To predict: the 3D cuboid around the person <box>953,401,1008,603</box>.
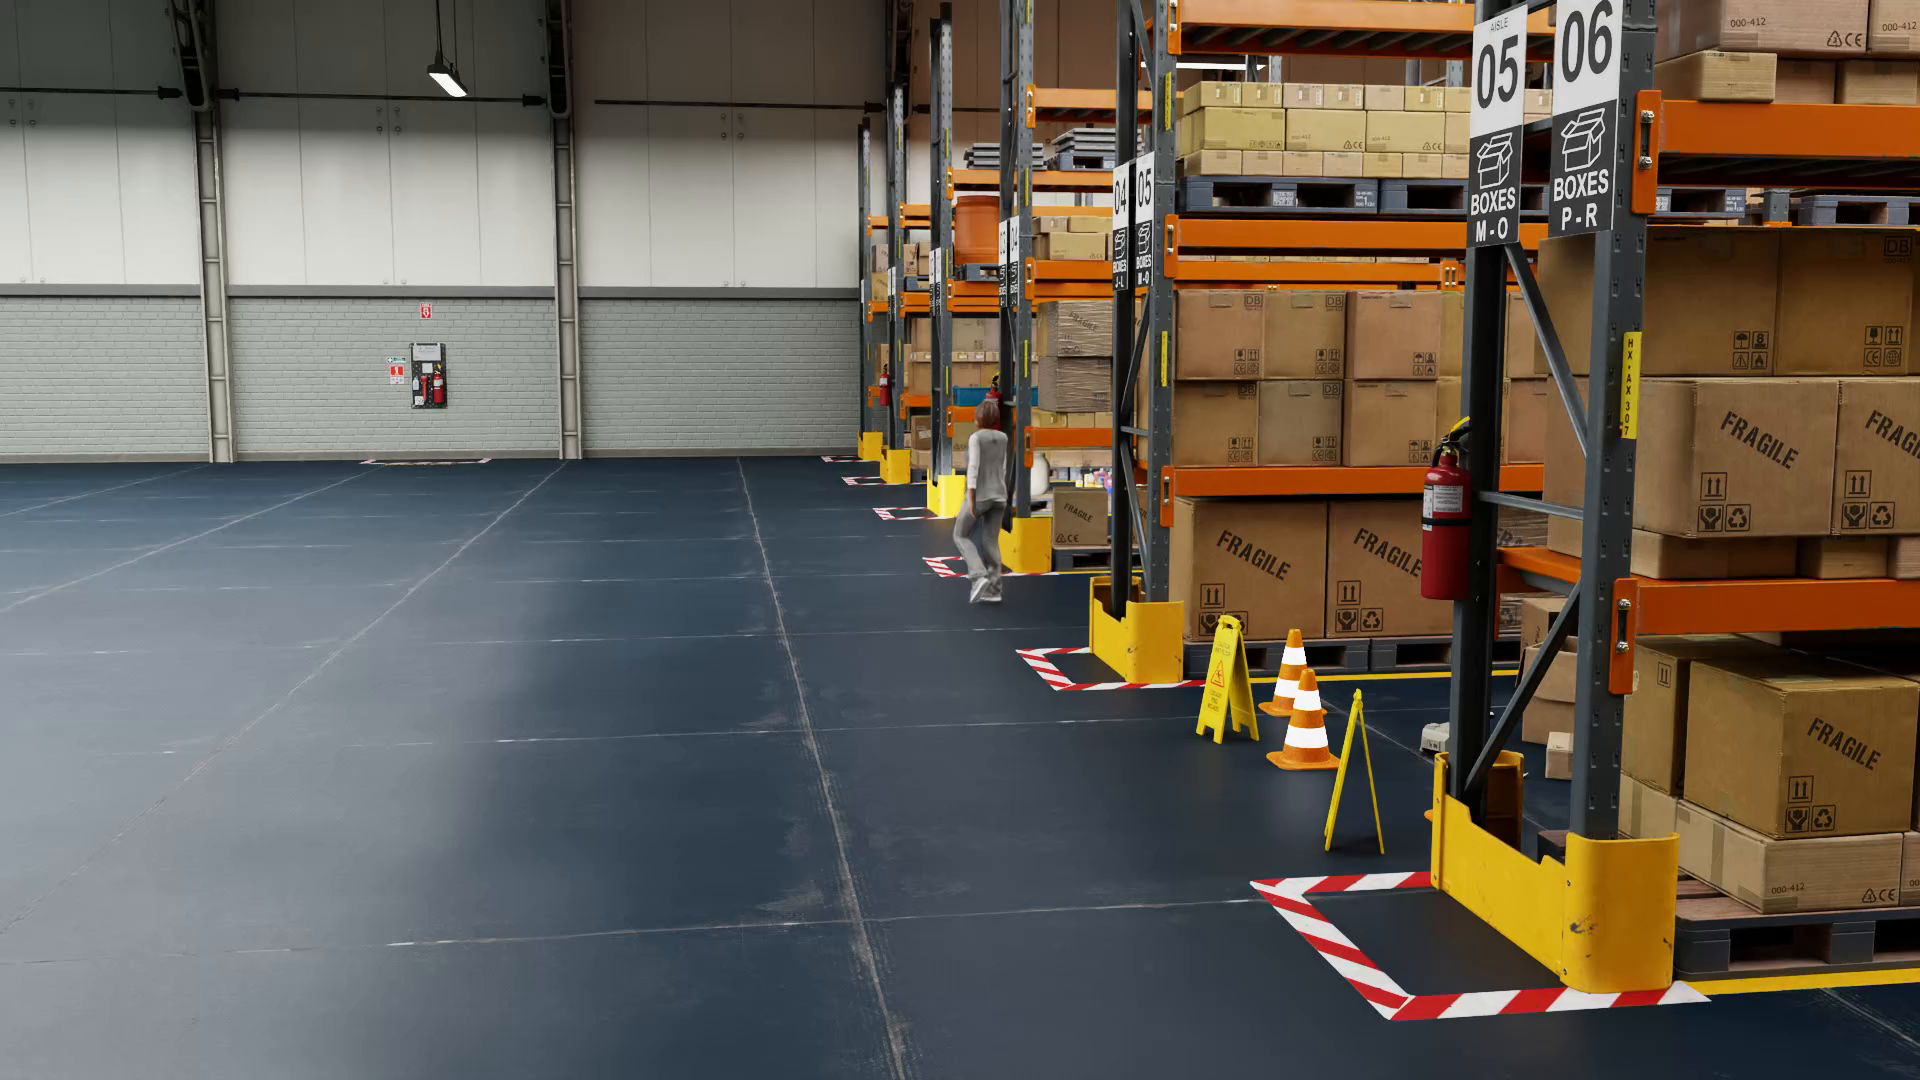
[{"bbox_3d":[0.189,-0.300,13.174,0.422,1.604,0.411,-5,8,-35],"label":"person"}]
